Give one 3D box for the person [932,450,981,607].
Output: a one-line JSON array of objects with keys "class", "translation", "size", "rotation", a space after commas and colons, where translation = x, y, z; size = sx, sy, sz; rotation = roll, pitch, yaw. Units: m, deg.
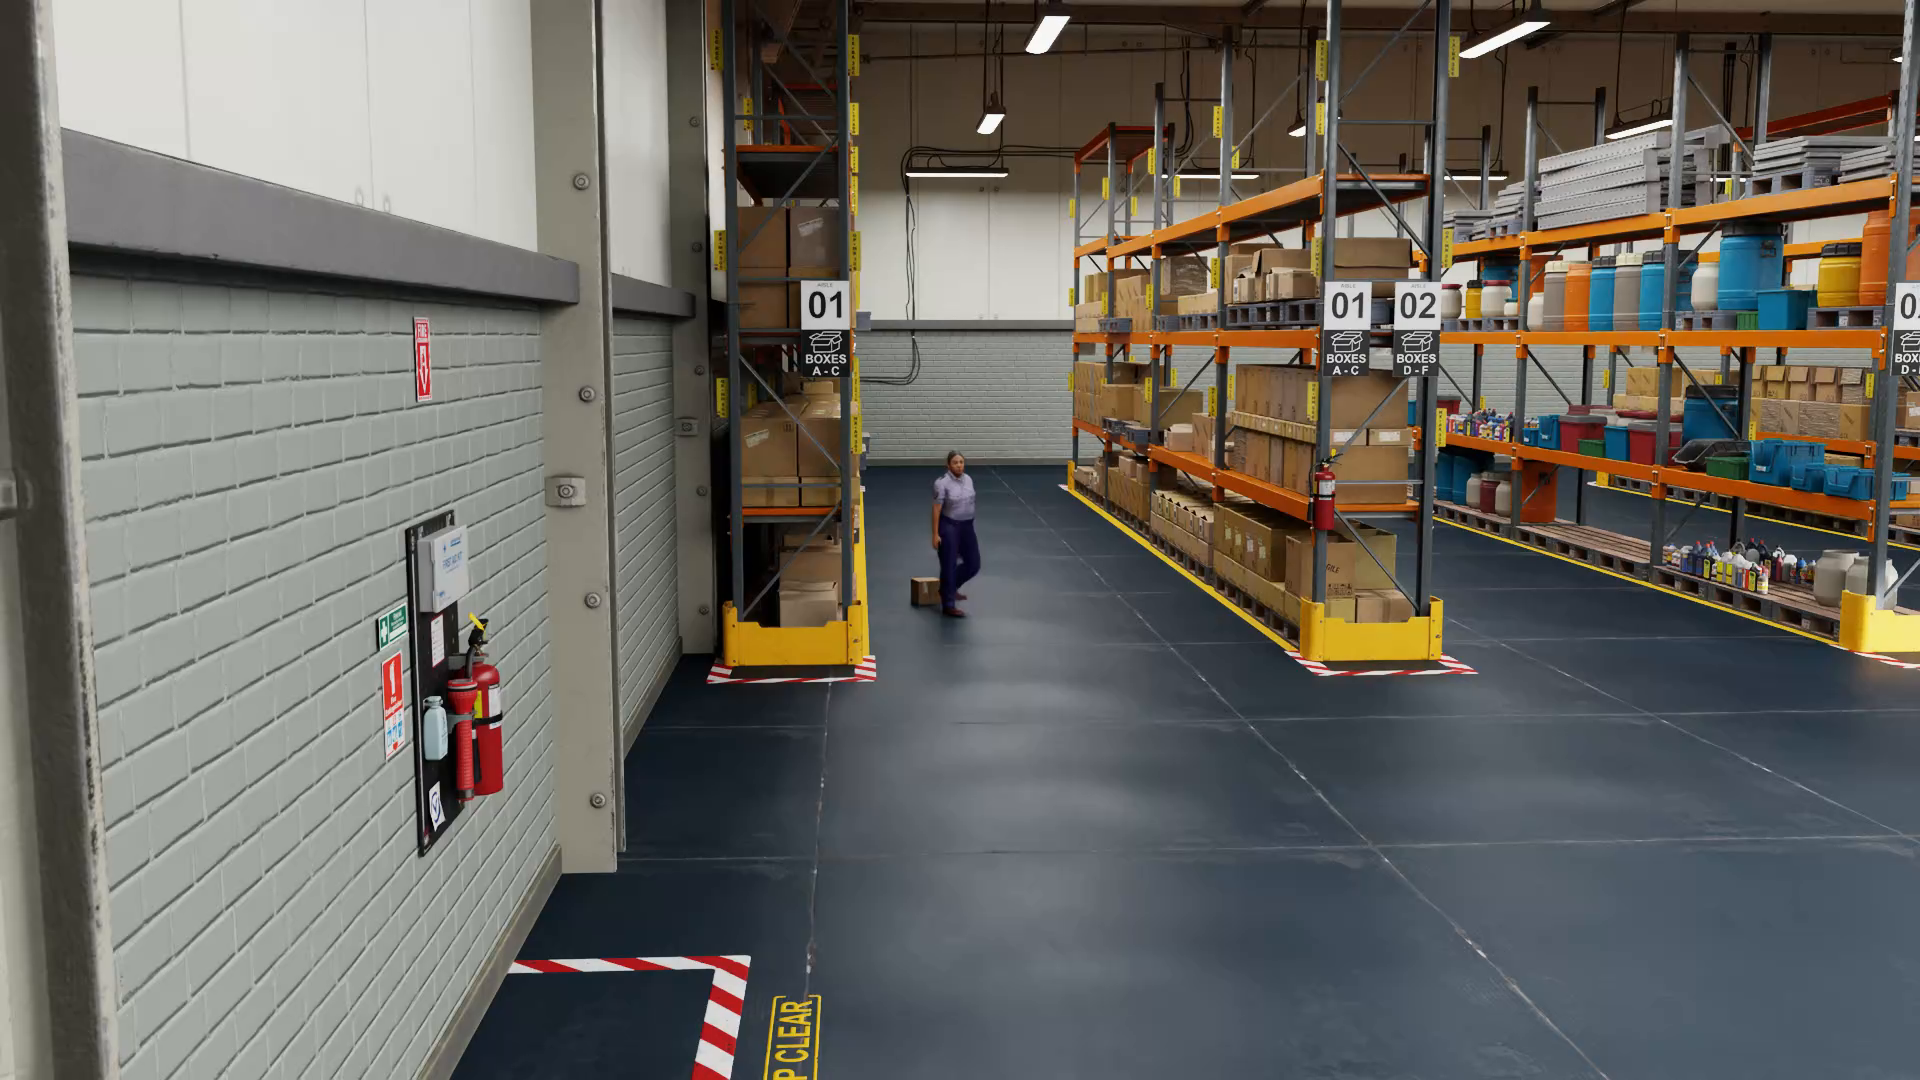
[{"class": "person", "translation": [-0.093, -0.110, 16.460], "size": [0.524, 1.578, 0.480], "rotation": [-6, 9, -41]}]
